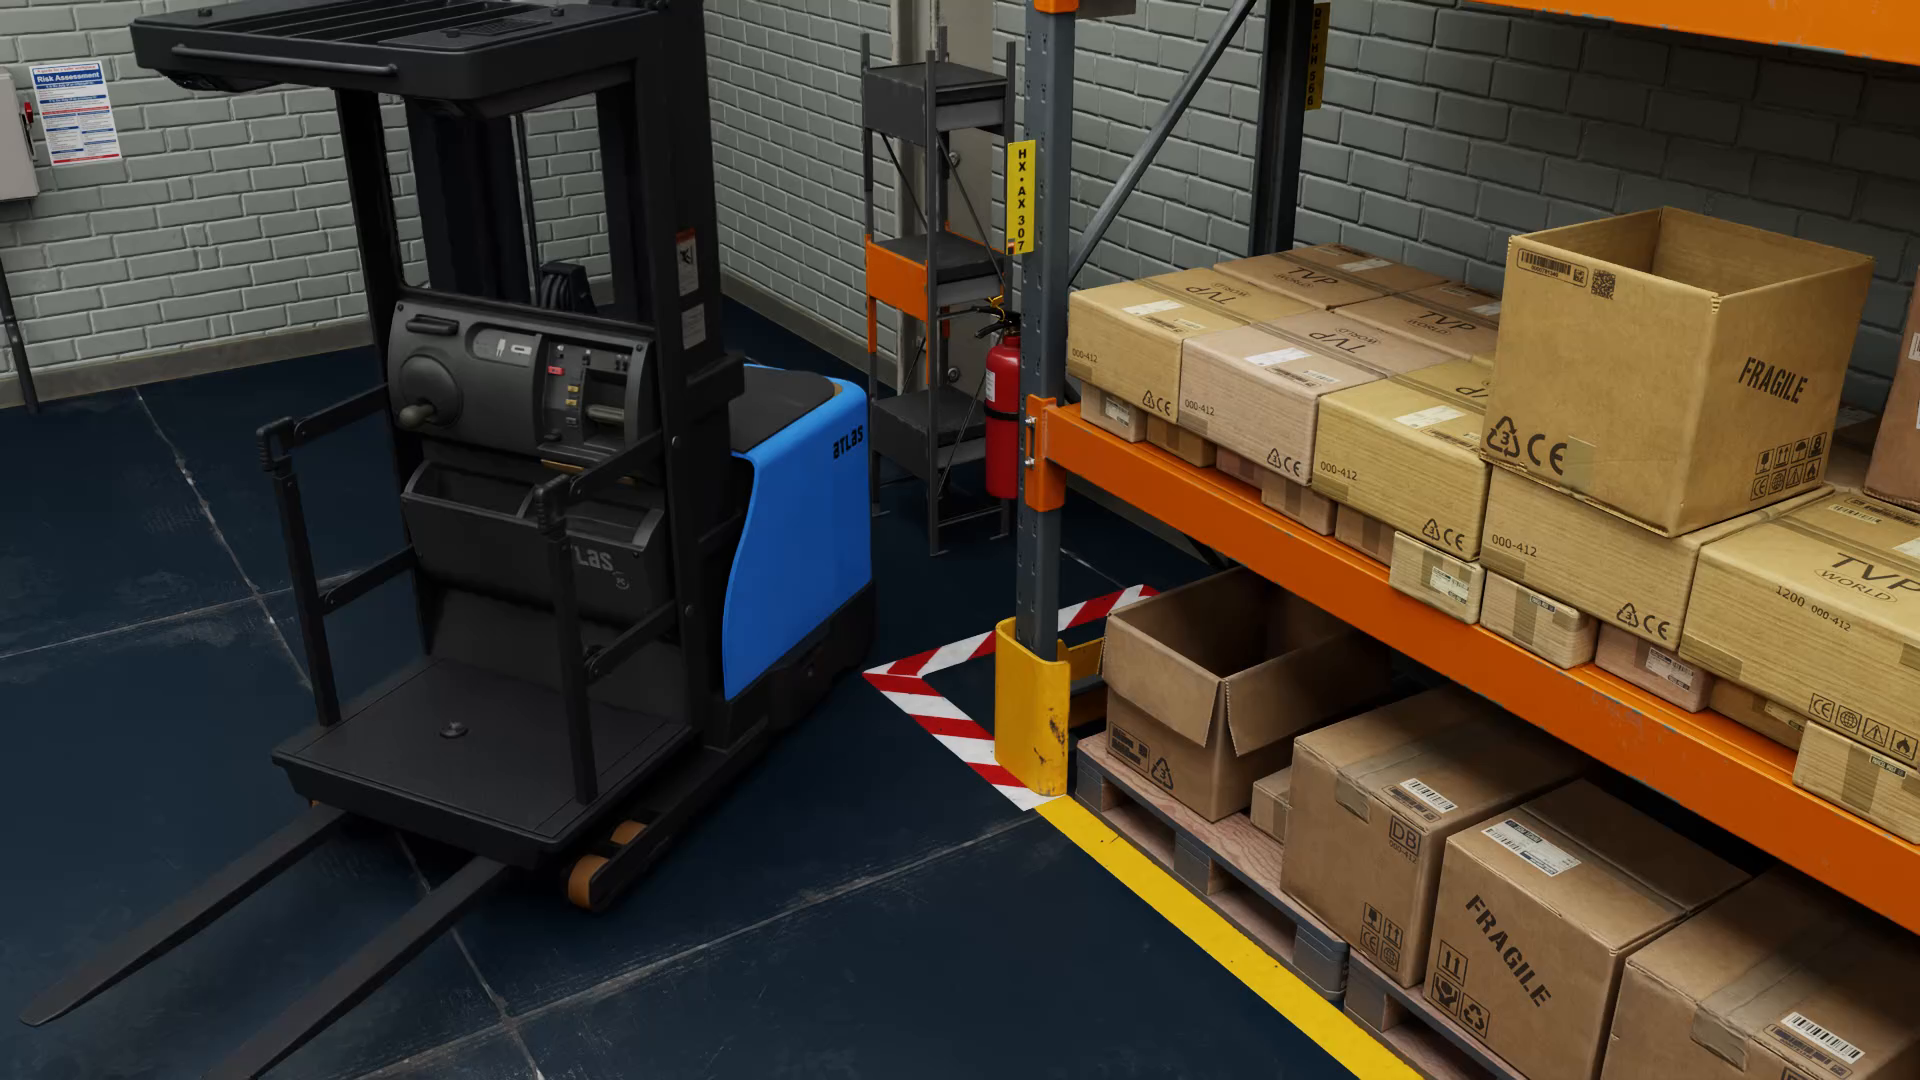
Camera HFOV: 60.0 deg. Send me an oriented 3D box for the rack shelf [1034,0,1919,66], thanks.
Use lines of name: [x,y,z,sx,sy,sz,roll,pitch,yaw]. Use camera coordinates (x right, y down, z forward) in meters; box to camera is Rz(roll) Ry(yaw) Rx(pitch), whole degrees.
rack shelf: [1.726,-1.042,3.272,1.077,0.370,4.000,-16,29,-30]

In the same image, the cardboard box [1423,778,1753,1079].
cardboard box: [1.527,0.982,4.091,0.500,0.500,0.500,-15,29,-29]

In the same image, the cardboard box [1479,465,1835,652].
cardboard box: [1.508,-0.029,3.625,0.500,0.250,0.500,-16,30,-31]

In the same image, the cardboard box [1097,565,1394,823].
cardboard box: [0.888,0.454,5.208,0.797,0.503,0.637,-17,30,-32]

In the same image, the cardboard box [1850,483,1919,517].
cardboard box: [2.214,0.035,3.489,0.500,0.250,0.500,-15,29,-28]

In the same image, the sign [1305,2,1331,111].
sign: [1.110,-1.515,5.219,0.100,0.325,0.005,-16,29,-30]

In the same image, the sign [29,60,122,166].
sign: [-4.480,-2.163,8.429,0.329,0.494,0.001,-16,29,-30]

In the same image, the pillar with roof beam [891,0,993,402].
pillar with roof beam: [-3.690,-3.610,4.356,9.100,9.000,0.400,-16,29,-30]

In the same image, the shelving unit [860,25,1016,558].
shelving unit: [-0.090,-1.009,6.927,0.431,2.100,0.503,-16,29,-30]

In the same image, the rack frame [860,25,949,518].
rack frame: [-0.224,-1.096,7.112,0.400,2.100,0.015,-16,29,-30]

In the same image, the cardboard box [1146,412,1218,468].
cardboard box: [0.761,-0.351,4.774,0.380,0.149,0.250,-15,29,-28]

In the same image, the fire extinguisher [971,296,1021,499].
fire extinguisher: [0.166,-0.467,5.254,0.296,0.674,0.183,-16,29,-30]

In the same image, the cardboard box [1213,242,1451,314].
cardboard box: [1.107,-0.690,5.025,0.500,0.250,0.500,-15,29,-28]

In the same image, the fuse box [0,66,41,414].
fuse box: [-4.781,-1.434,8.284,0.539,1.711,0.414,-16,29,-30]

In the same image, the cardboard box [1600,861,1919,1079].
cardboard box: [1.889,1.141,3.755,0.700,0.500,0.500,-17,30,-31]

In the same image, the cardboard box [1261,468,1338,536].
cardboard box: [1.020,-0.160,4.370,0.380,0.149,0.250,-15,29,-28]

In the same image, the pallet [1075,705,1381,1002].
pallet: [1.111,0.847,5.209,1.003,0.211,1.213,-16,29,-30]

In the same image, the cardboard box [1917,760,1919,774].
cardboard box: [2.049,0.337,2.850,0.500,0.250,0.500,-15,29,-29]

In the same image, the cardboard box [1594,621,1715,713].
cardboard box: [1.605,0.207,3.592,0.380,0.149,0.250,-16,29,-30]

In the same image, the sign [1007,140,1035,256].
sign: [0.179,-0.991,4.822,0.100,0.325,0.005,-16,29,-30]

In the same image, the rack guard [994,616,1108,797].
rack guard: [0.675,0.431,5.750,1.175,0.500,0.348,-16,29,-30]

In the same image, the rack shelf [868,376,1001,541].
rack shelf: [-0.090,-0.363,7.232,0.431,0.518,0.480,-16,29,-30]

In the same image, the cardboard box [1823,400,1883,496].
cardboard box: [1.940,-0.140,3.860,0.500,0.250,0.500,-16,29,-30]

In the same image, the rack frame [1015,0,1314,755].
rack frame: [0.634,-0.726,5.274,1.000,3.000,0.127,-16,29,-30]

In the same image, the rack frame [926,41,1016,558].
rack frame: [0.043,-0.921,6.742,0.400,2.100,0.015,-16,29,-30]

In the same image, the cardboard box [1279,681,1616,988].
cardboard box: [1.323,0.770,4.541,0.700,0.500,0.500,-14,29,-27]

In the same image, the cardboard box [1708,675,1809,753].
cardboard box: [1.779,0.284,3.428,0.380,0.149,0.250,-15,29,-29]

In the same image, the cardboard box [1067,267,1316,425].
cardboard box: [0.656,-0.568,4.766,0.500,0.250,0.500,-15,29,-29]

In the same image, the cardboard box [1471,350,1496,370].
cardboard box: [1.654,-0.327,4.257,0.500,0.250,0.500,-15,29,-28]

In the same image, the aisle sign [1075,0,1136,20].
aisle sign: [0.351,-1.858,4.626,0.394,0.787,0.004,-16,29,-30]

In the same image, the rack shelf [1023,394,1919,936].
rack shelf: [1.726,0.315,3.913,1.077,0.370,4.000,-16,29,-30]

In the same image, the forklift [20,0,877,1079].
forklift: [-1.408,-0.440,4.748,1.130,2.935,3.031,12,28,23]

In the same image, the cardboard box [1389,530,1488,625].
cardboard box: [1.245,0.041,3.943,0.380,0.149,0.250,-16,30,-31]

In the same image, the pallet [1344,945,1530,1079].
pallet: [1.773,1.283,4.285,1.003,0.211,1.213,-16,29,-30]

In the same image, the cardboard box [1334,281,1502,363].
cardboard box: [1.388,-0.505,4.634,0.500,0.250,0.500,-15,29,-29]

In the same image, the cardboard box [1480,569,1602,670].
cardboard box: [1.406,0.131,3.754,0.380,0.149,0.250,-15,29,-28]

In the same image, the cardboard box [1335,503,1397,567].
cardboard box: [1.170,-0.067,4.172,0.380,0.149,0.250,-15,29,-29]

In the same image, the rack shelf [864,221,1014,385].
rack shelf: [-0.090,-0.996,6.933,0.431,0.518,0.480,-16,29,-30]

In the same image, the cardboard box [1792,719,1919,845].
cardboard box: [1.826,0.403,3.178,0.380,0.149,0.250,-16,30,-30]

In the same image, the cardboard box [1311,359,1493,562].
cardboard box: [1.211,-0.207,4.002,0.500,0.250,0.500,-16,30,-31]

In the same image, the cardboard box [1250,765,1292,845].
cardboard box: [1.088,0.775,4.942,0.380,0.149,0.250,-17,30,-32]

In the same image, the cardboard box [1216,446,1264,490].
cardboard box: [0.934,-0.265,4.592,0.380,0.149,0.250,-16,30,-30]

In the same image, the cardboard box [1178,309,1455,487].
cardboard box: [0.931,-0.387,4.384,0.500,0.250,0.500,-15,29,-29]

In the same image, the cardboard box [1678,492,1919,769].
cardboard box: [1.788,0.155,3.234,0.500,0.250,0.500,-16,30,-30]

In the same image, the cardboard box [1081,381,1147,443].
cardboard box: [0.584,-0.431,4.944,0.380,0.149,0.250,-16,30,-30]

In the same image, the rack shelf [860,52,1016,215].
rack shelf: [-0.090,-1.629,6.634,0.431,0.518,0.480,-16,29,-30]

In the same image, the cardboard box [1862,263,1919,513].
cardboard box: [2.228,-0.296,3.312,0.500,0.500,0.500,-16,30,-31]

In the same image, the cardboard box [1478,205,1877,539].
cardboard box: [1.475,-0.370,3.470,0.500,0.500,0.500,-15,29,-28]
